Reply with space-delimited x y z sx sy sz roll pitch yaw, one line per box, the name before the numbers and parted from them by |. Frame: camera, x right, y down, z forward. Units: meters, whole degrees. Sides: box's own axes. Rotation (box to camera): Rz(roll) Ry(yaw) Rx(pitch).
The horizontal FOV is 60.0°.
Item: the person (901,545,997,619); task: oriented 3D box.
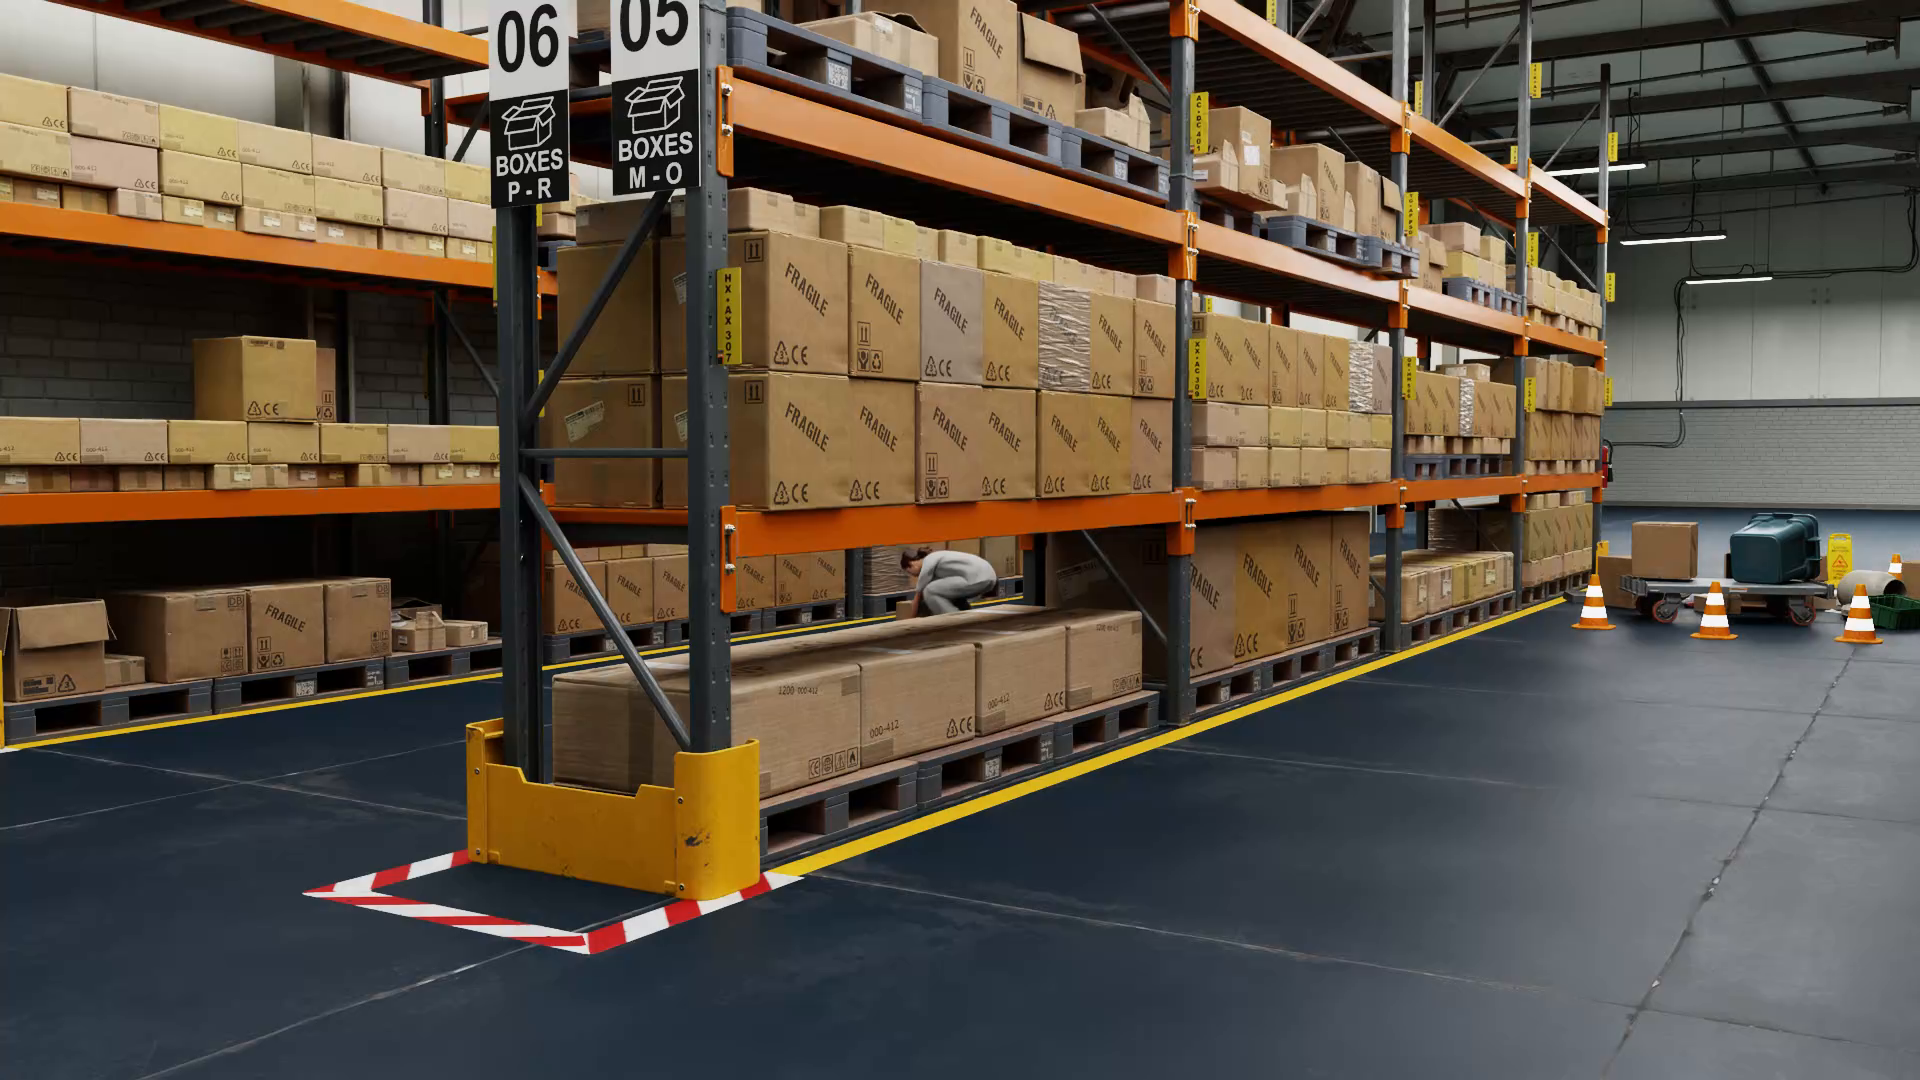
person | -0.112 0.447 14.041 0.858 0.722 0.461 2 3 30
